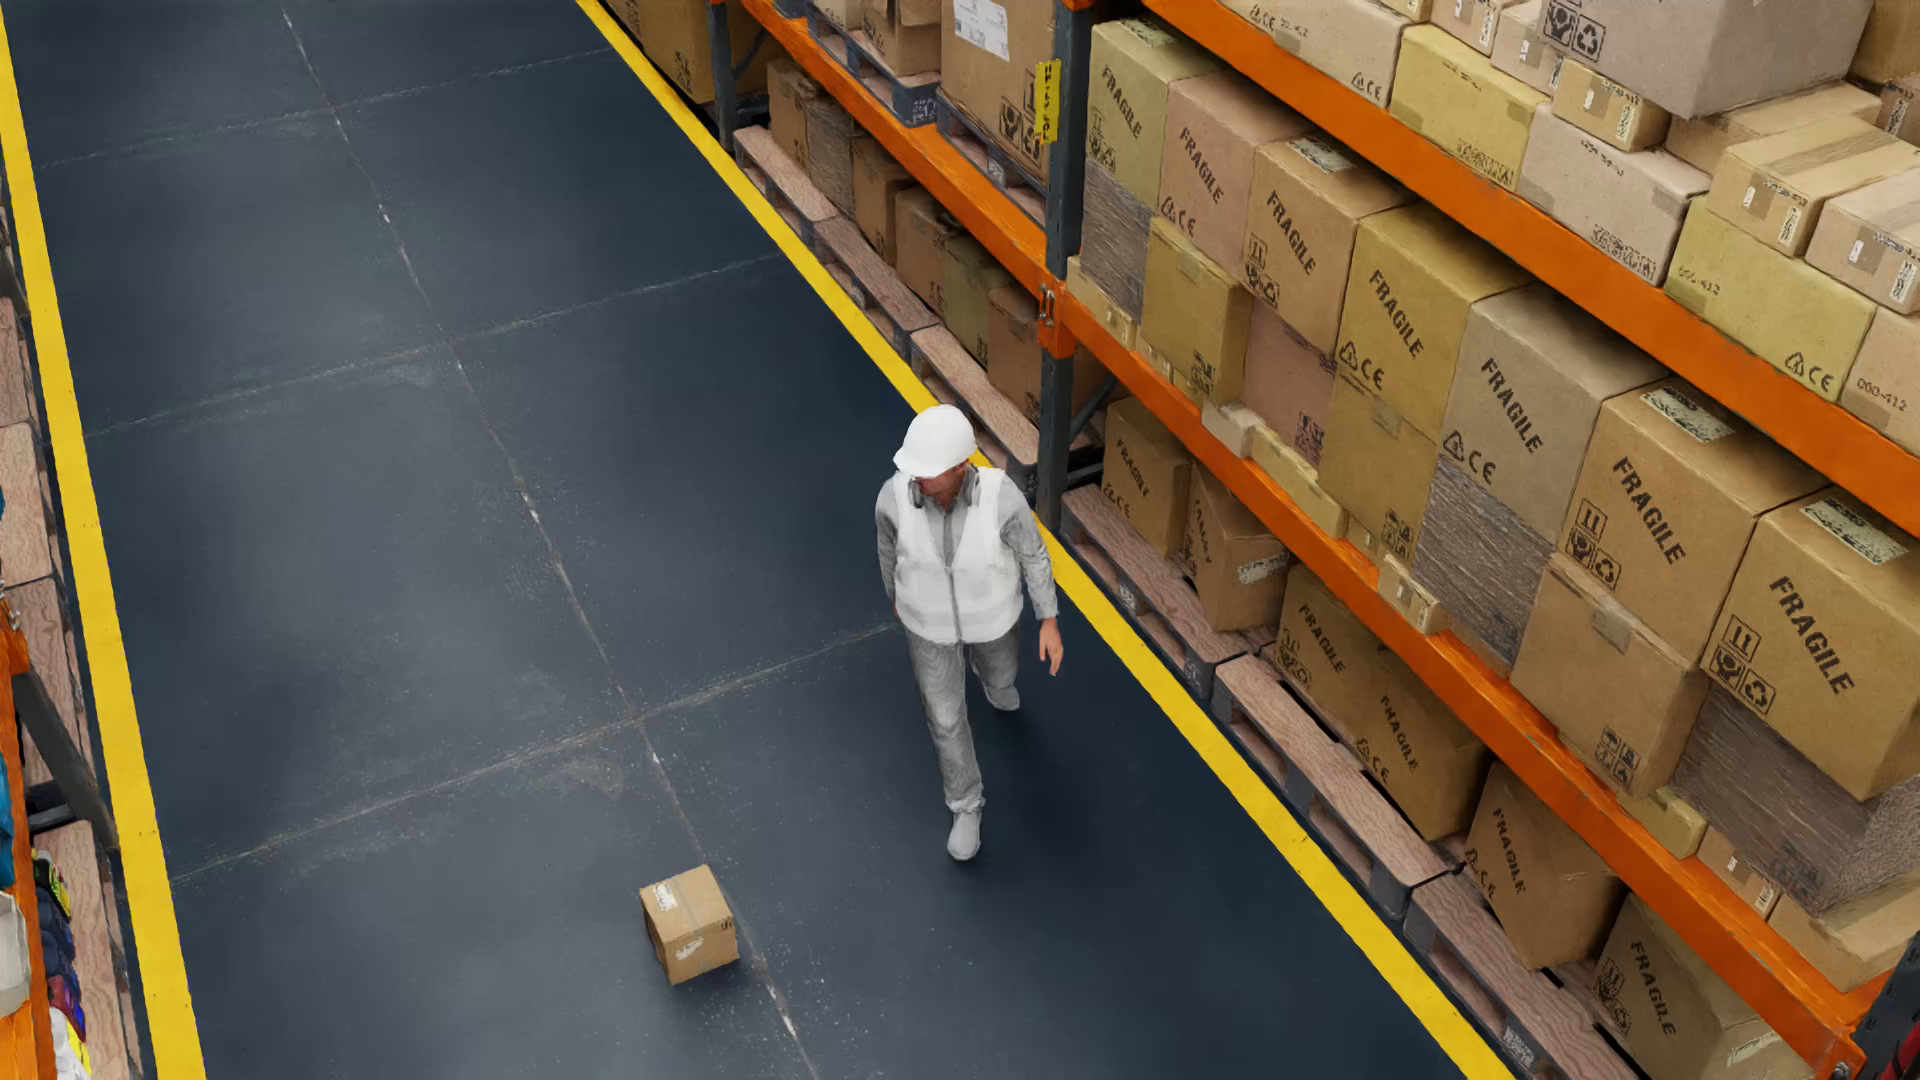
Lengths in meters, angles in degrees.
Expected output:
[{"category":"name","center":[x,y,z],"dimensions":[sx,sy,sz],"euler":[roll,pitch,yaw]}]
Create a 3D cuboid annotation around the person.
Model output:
[{"category":"person","center":[0.032,0.236,5.877],"dimensions":[0.640,1.746,0.976],"euler":[-1,41,-1]}]
